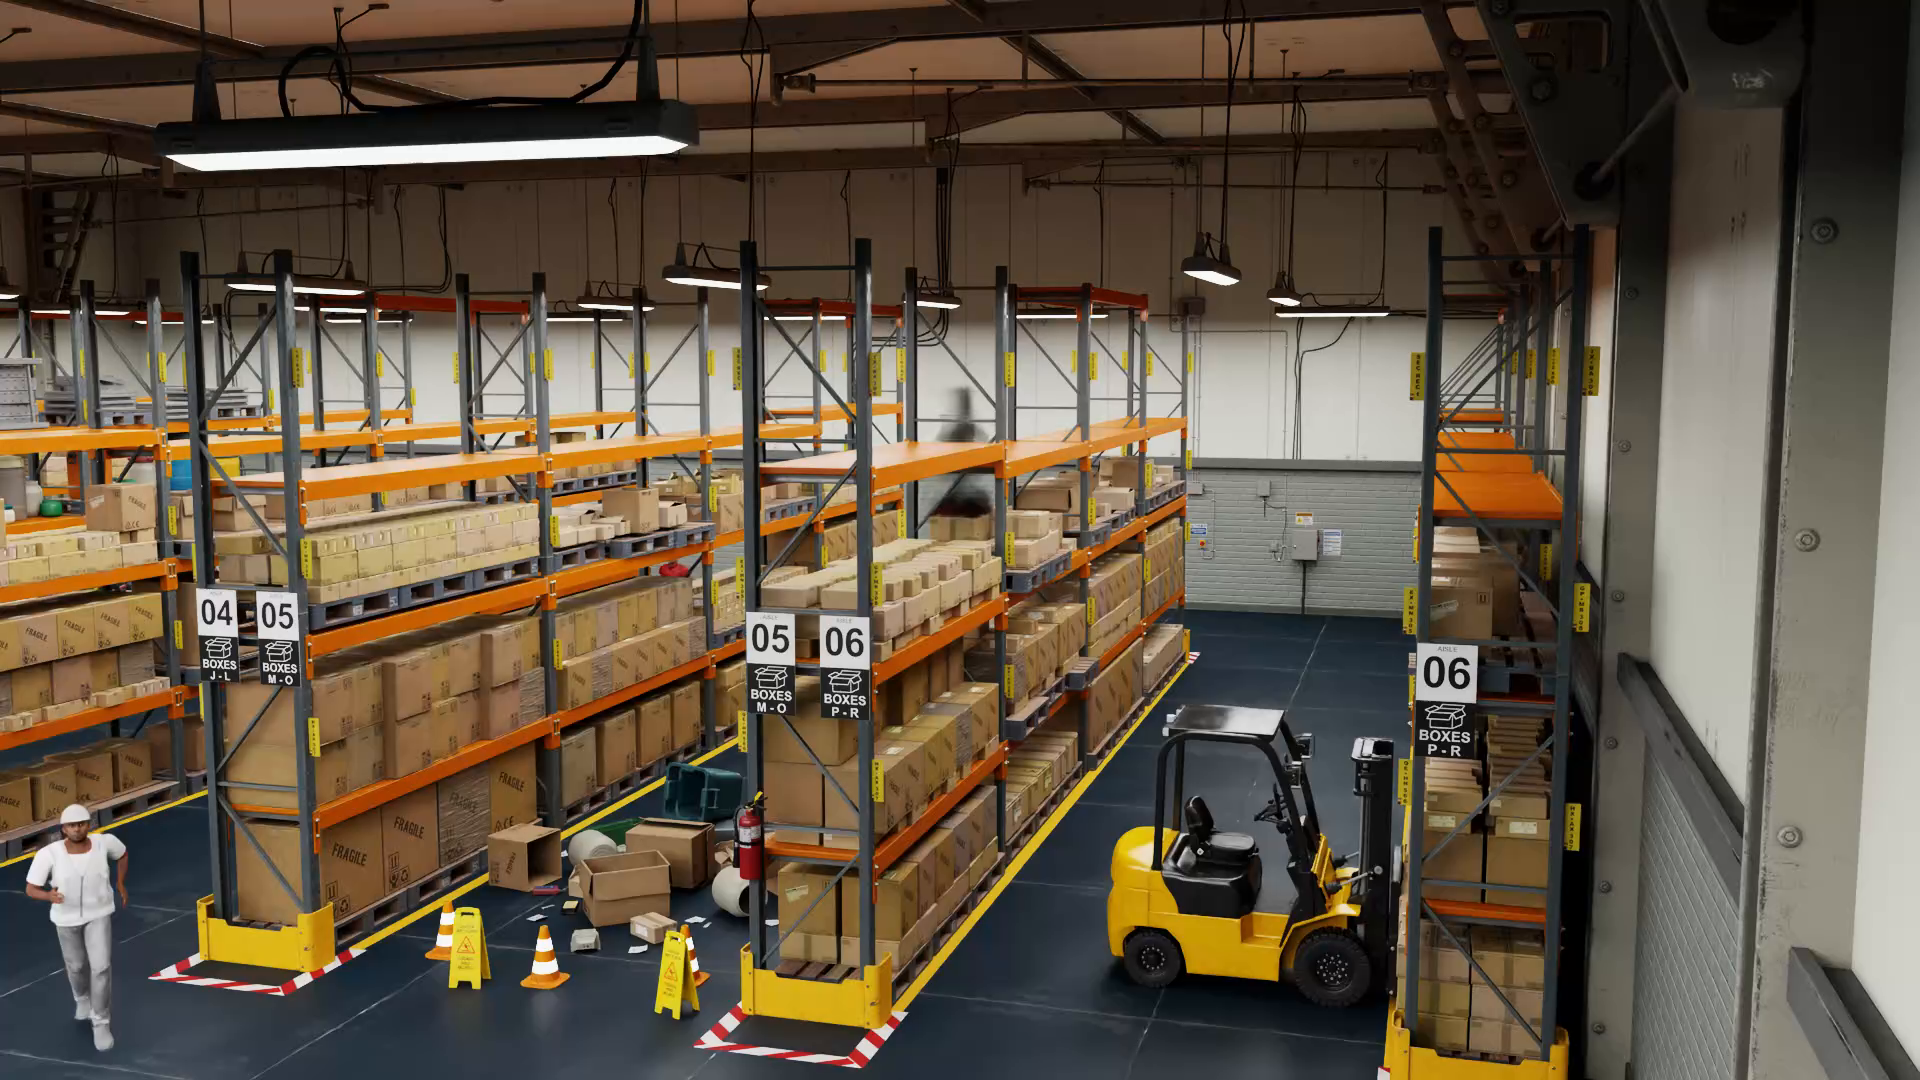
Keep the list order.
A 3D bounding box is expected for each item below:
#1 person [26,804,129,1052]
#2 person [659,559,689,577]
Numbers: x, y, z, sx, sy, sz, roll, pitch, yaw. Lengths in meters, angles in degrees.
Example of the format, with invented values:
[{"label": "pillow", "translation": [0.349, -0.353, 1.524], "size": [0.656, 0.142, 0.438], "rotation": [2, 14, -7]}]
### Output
[{"label": "person", "translation": [-6.652, 2.862, 12.573], "size": [0.685, 1.782, 0.802], "rotation": [-3, 7, -25]}, {"label": "person", "translation": [-5.041, 1.071, 29.094], "size": [0.634, 1.795, 0.752], "rotation": [1, 6, 8]}]
